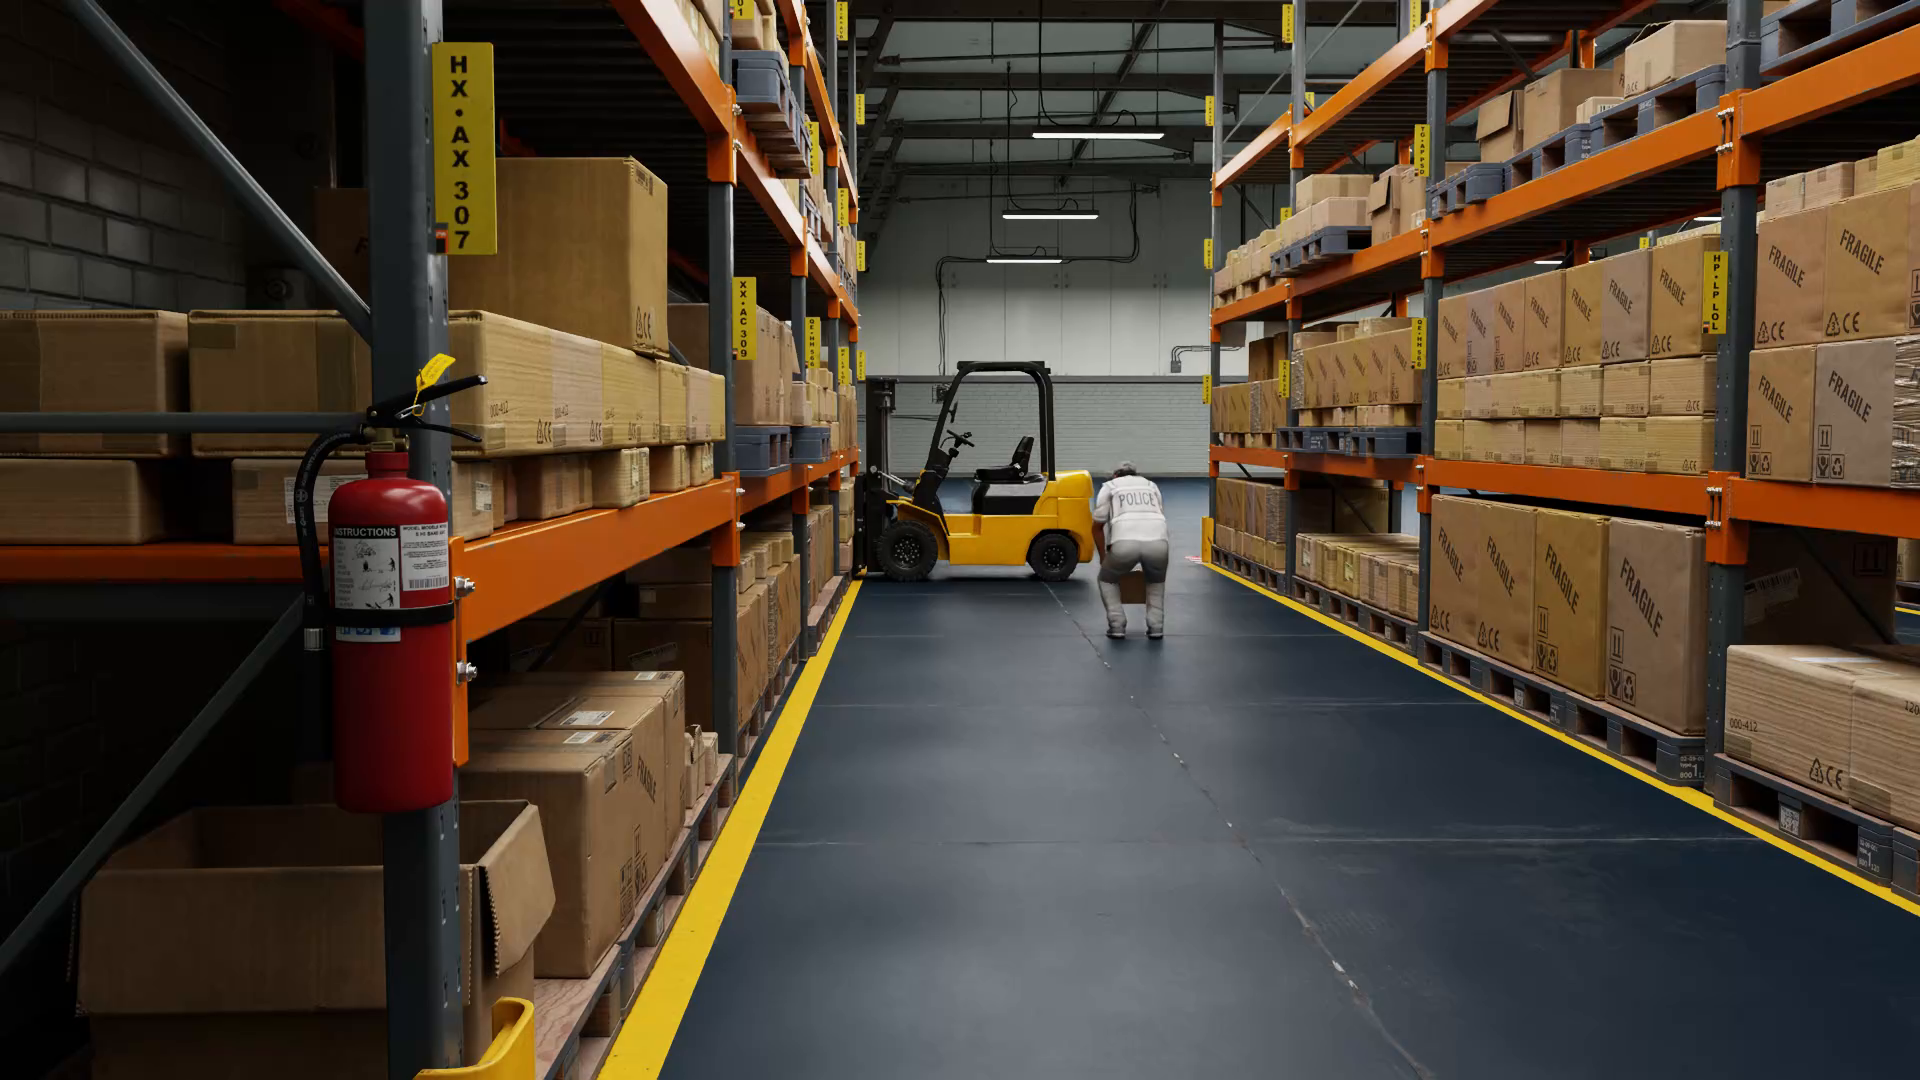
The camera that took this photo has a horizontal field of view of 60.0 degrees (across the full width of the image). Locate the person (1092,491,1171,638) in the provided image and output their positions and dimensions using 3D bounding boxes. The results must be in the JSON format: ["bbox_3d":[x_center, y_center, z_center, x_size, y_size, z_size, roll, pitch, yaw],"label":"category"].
[{"bbox_3d":[1.239,0.177,12.044,0.529,1.040,0.835,0,4,-1],"label":"person"}]
